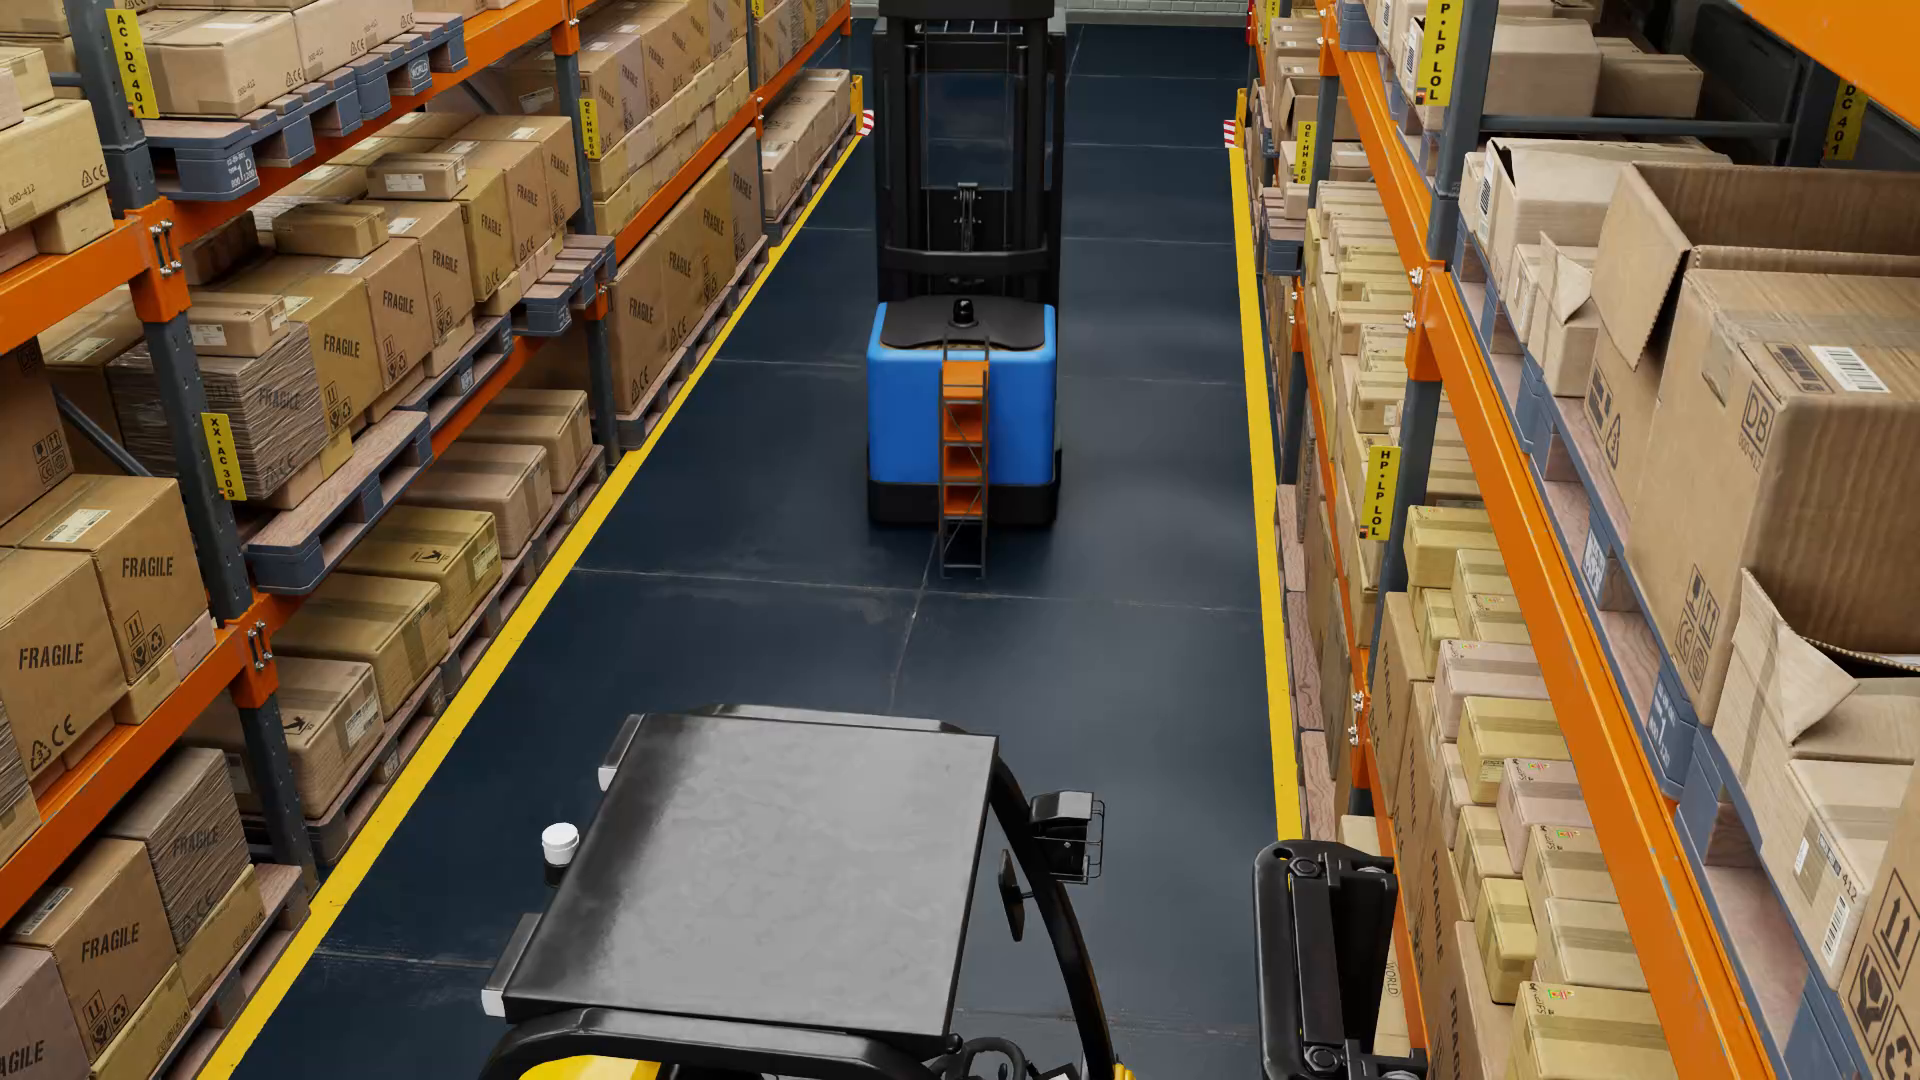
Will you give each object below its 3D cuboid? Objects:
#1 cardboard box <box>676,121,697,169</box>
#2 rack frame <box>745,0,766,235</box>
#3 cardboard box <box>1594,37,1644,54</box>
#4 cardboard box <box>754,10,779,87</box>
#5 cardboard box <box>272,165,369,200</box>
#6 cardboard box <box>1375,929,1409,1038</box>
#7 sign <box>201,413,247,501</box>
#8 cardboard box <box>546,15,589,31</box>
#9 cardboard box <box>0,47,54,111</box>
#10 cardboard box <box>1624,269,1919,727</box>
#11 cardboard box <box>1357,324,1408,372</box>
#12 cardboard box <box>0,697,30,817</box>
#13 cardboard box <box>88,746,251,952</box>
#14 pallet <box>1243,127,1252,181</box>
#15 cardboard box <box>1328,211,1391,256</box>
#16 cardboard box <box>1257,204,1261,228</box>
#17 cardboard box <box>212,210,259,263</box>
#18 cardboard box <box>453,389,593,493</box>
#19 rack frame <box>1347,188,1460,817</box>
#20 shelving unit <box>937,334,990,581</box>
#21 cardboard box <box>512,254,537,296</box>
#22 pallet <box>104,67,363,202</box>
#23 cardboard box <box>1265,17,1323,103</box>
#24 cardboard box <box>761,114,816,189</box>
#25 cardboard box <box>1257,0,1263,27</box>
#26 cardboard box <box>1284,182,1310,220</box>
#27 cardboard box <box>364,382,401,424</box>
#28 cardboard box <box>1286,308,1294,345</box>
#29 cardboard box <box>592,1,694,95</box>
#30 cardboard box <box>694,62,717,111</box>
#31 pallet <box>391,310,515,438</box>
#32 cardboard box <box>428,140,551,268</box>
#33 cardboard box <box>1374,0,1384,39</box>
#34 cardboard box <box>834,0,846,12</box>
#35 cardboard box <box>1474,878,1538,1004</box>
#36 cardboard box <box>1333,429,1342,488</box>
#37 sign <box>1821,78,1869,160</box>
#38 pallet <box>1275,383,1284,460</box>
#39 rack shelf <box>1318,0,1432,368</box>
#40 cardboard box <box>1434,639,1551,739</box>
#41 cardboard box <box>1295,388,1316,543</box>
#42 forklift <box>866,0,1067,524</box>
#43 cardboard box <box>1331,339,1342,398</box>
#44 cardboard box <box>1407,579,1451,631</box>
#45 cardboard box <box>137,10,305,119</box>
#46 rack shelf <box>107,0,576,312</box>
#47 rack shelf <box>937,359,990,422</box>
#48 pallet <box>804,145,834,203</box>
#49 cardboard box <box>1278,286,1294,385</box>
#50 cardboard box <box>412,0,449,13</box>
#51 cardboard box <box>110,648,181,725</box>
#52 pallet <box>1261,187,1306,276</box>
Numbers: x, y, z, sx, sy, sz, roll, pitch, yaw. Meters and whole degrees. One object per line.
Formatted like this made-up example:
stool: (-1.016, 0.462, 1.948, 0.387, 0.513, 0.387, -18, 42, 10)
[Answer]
cardboard box: (-2.094, -2.685, 11.229, 0.500, 0.250, 0.500, 3, 28, 6)
rack frame: (-2.086, -3.696, 12.948, 1.000, 3.000, 0.127, 3, 28, 6)
cardboard box: (2.071, -1.596, 5.604, 0.380, 0.149, 0.250, 3, 28, 6)
cardboard box: (-1.768, -3.946, 13.306, 0.500, 0.500, 0.500, 4, 29, 8)
cardboard box: (-2.976, -1.479, 7.970, 0.500, 0.500, 0.500, 4, 29, 7)
cardboard box: (1.417, 1.391, 4.907, 0.500, 0.250, 0.500, 3, 28, 6)
sign: (-2.526, -0.284, 5.701, 0.100, 0.325, 0.005, 3, 28, 6)
cardboard box: (-2.650, -3.031, 10.555, 0.500, 0.500, 0.500, 3, 28, 6)
cardboard box: (-2.888, -1.330, 4.817, 0.380, 0.149, 0.250, 4, 29, 7)
cardboard box: (1.408, -0.053, 2.370, 0.700, 0.500, 0.500, 4, 29, 7)
cardboard box: (1.810, -0.750, 6.691, 0.380, 0.149, 0.250, 4, 29, 7)
cardboard box: (-2.989, 0.605, 4.545, 0.500, 0.500, 0.500, 4, 29, 8)
cardboard box: (-2.872, 1.059, 5.787, 0.500, 0.500, 0.500, 3, 28, 5)
pallet: (3.225, -3.653, 15.809, 1.003, 0.211, 1.213, 3, 28, 6)
cardboard box: (1.982, -1.475, 8.036, 0.380, 0.149, 0.250, 4, 29, 8)
cardboard box: (2.618, -2.619, 13.511, 0.380, 0.149, 0.250, 3, 28, 5)
cardboard box: (-3.152, -1.262, 6.884, 0.380, 0.149, 0.250, 2, 28, 4)
cardboard box: (-2.655, -0.576, 9.484, 0.950, 0.372, 0.625, 1, 28, 3)
rack frame: (1.861, 0.356, 5.426, 1.000, 3.000, 0.127, 3, 28, 6)
shelving unit: (0.023, -0.433, 8.789, 0.258, 1.200, 0.503, 1, 28, 2)
cardboard box: (-2.369, -1.350, 8.415, 0.380, 0.149, 0.250, 2, 28, 4)
pallet: (-2.885, -1.453, 5.819, 1.213, 0.211, 1.003, 3, 28, 6)
cardboard box: (2.560, -3.424, 11.894, 0.700, 0.500, 0.500, 4, 29, 7)
cardboard box: (-1.793, -3.464, 14.776, 0.875, 0.438, 0.875, 3, 28, 5)
cardboard box: (2.888, -4.683, 14.625, 0.500, 0.250, 0.500, 3, 28, 5)
cardboard box: (2.051, -1.932, 9.496, 0.380, 0.149, 0.250, 4, 29, 7)
cardboard box: (-2.613, -0.620, 7.060, 0.380, 0.149, 0.250, 4, 29, 7)
cardboard box: (2.163, -1.274, 9.961, 0.380, 0.149, 0.250, 2, 28, 4)
cardboard box: (-2.078, -3.229, 10.922, 0.500, 0.500, 0.500, 4, 29, 7)
cardboard box: (-2.010, -3.149, 11.563, 0.500, 0.250, 0.500, 4, 29, 7)
pallet: (-2.778, -0.795, 7.765, 1.003, 0.211, 1.213, 3, 28, 6)
cardboard box: (-2.408, -1.699, 8.379, 0.500, 0.500, 0.500, 3, 28, 5)
cardboard box: (1.789, -1.981, 6.318, 0.380, 0.149, 0.250, 3, 28, 6)
cardboard box: (-1.392, -5.381, 15.969, 0.500, 0.500, 0.500, 4, 29, 6)
cardboard box: (1.352, 0.888, 3.650, 0.380, 0.149, 0.250, 3, 28, 5)
cardboard box: (1.810, -0.299, 6.801, 0.500, 0.250, 0.500, 4, 29, 7)
sign: (2.412, -1.195, 4.515, 0.100, 0.325, 0.005, 3, 28, 6)
pallet: (2.480, -0.648, 10.231, 1.003, 0.211, 1.213, 3, 28, 6)
rack shelf: (2.106, -1.589, 6.633, 1.077, 0.370, 4.000, 3, 28, 6)
cardboard box: (1.429, 0.393, 4.256, 0.380, 0.149, 0.250, 4, 29, 7)
cardboard box: (2.261, -0.373, 8.841, 0.875, 0.625, 0.625, 4, 29, 8)
forklift: (0.061, -2.040, 9.945, 1.130, 2.935, 3.031, 1, 28, 2)
cardboard box: (1.872, -0.763, 7.135, 0.500, 0.250, 0.500, 4, 29, 7)
cardboard box: (1.561, 0.161, 4.998, 0.380, 0.149, 0.250, 3, 28, 5)
cardboard box: (-2.596, -1.622, 5.650, 0.500, 0.250, 0.500, 3, 28, 5)
rack shelf: (-2.821, -1.876, 7.165, 1.077, 0.370, 4.000, 3, 28, 6)
rack shelf: (0.023, -0.779, 8.603, 0.258, 0.148, 0.480, 1, 28, 2)
pallet: (-1.768, -3.398, 15.334, 1.003, 0.211, 1.213, 3, 28, 6)
cardboard box: (2.323, -1.304, 10.701, 0.500, 0.500, 0.500, 5, 29, 8)
cardboard box: (-2.734, -2.460, 7.382, 0.797, 0.503, 0.637, 3, 28, 6)
cardboard box: (-2.827, 0.467, 5.485, 0.380, 0.149, 0.250, 4, 29, 7)
pallet: (2.364, -1.765, 9.566, 1.213, 0.211, 1.003, 3, 28, 6)
